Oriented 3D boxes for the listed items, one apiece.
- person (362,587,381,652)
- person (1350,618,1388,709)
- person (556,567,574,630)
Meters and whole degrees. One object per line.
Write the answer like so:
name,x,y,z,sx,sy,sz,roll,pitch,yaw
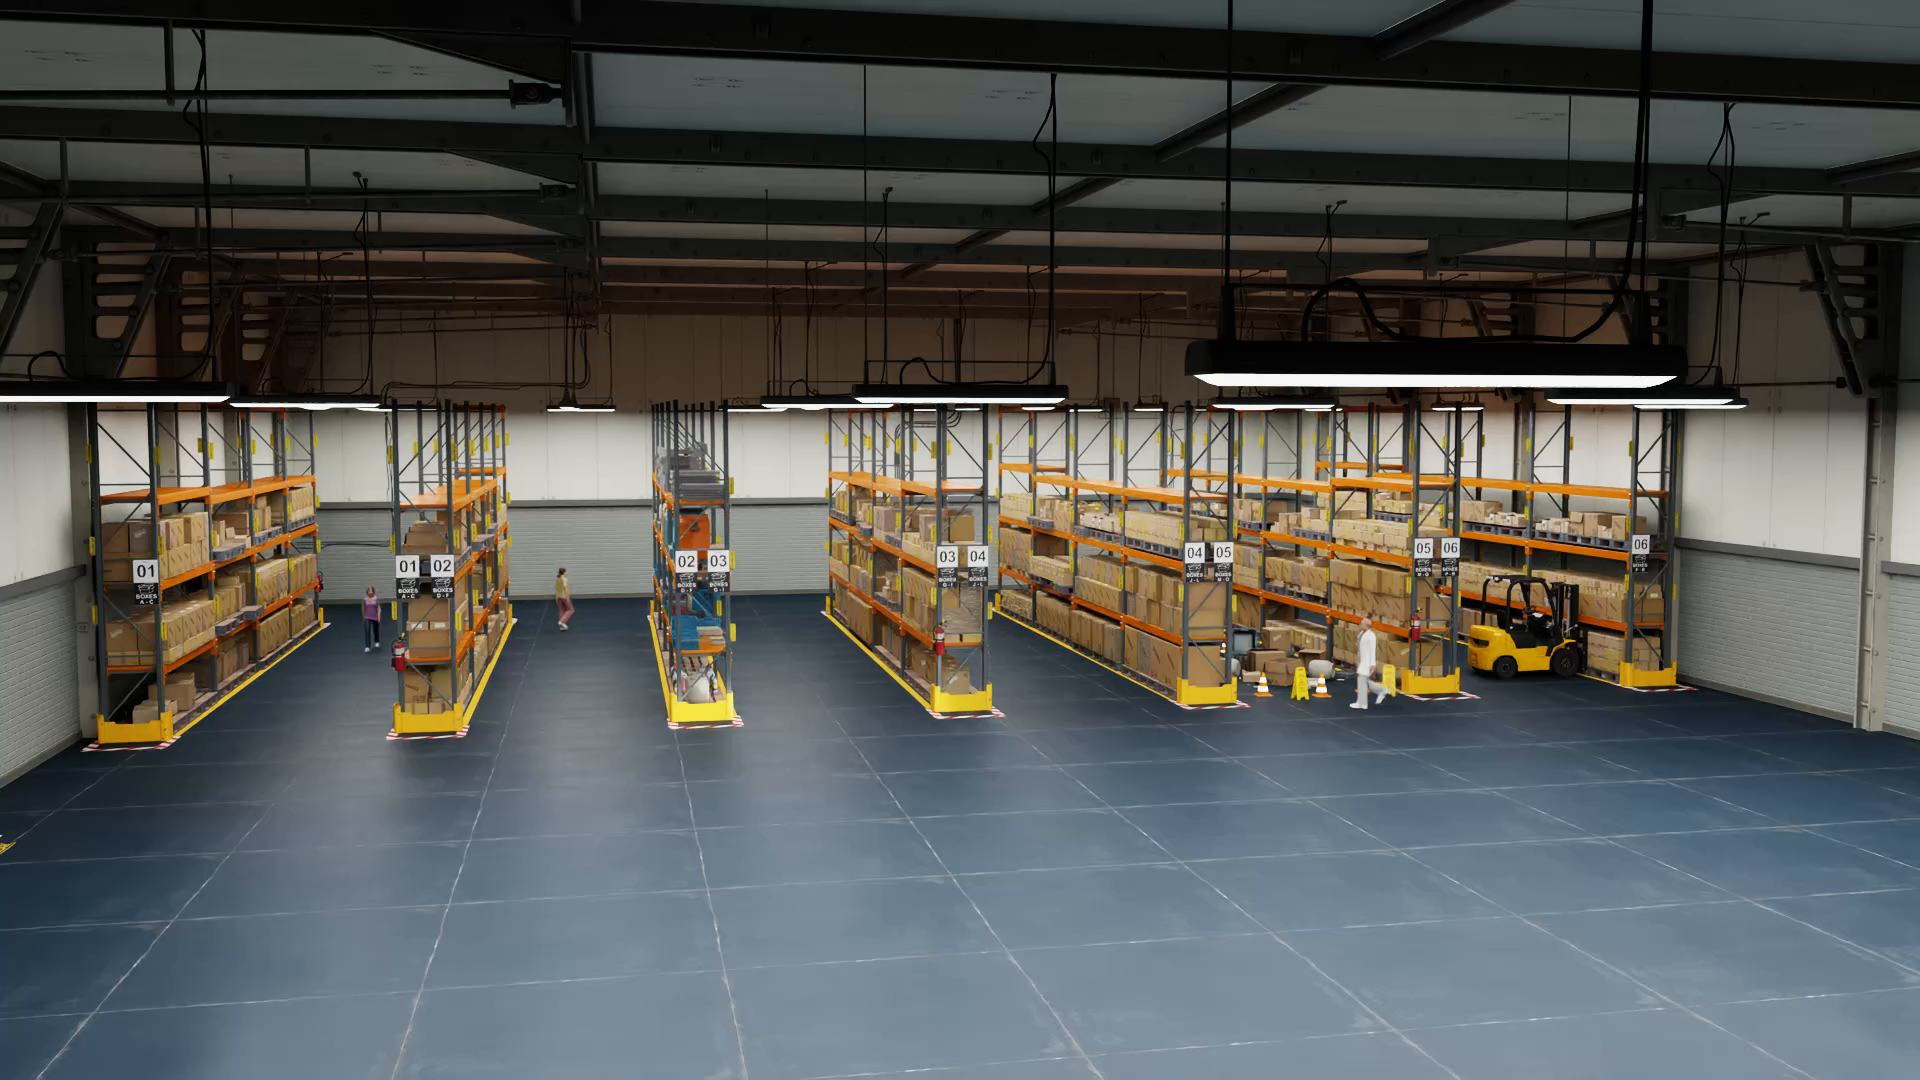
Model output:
person,-14.250,1.896,40.243,0.449,1.540,0.972,-1,4,-12
person,7.980,2.393,32.394,0.839,1.758,0.594,-1,4,-7
person,-10.565,1.562,44.157,0.474,1.673,0.473,3,5,38
